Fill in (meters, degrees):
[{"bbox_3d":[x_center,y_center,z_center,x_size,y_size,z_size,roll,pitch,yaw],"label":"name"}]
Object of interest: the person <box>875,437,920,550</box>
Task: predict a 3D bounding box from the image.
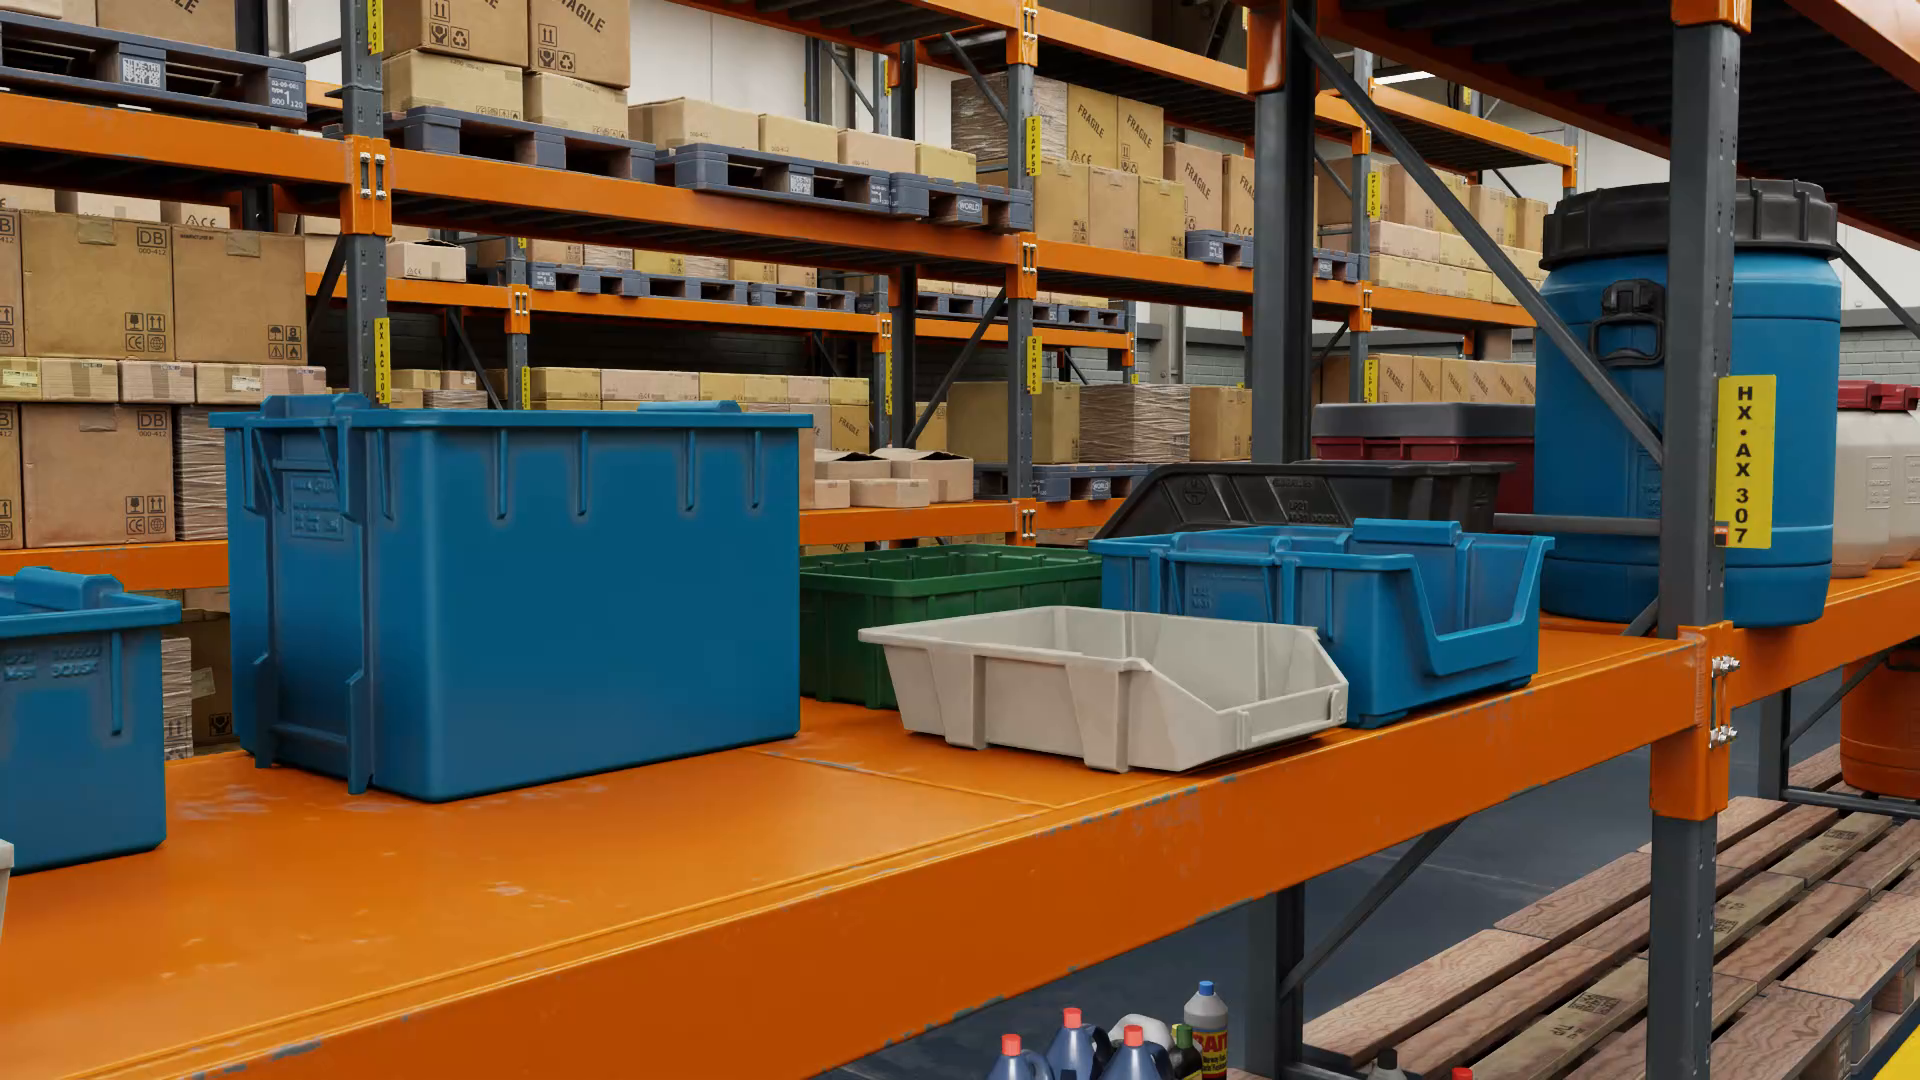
[{"bbox_3d":[-0.532,-0.062,14.421,0.508,1.673,0.354,3,5,39],"label":"person"}]
